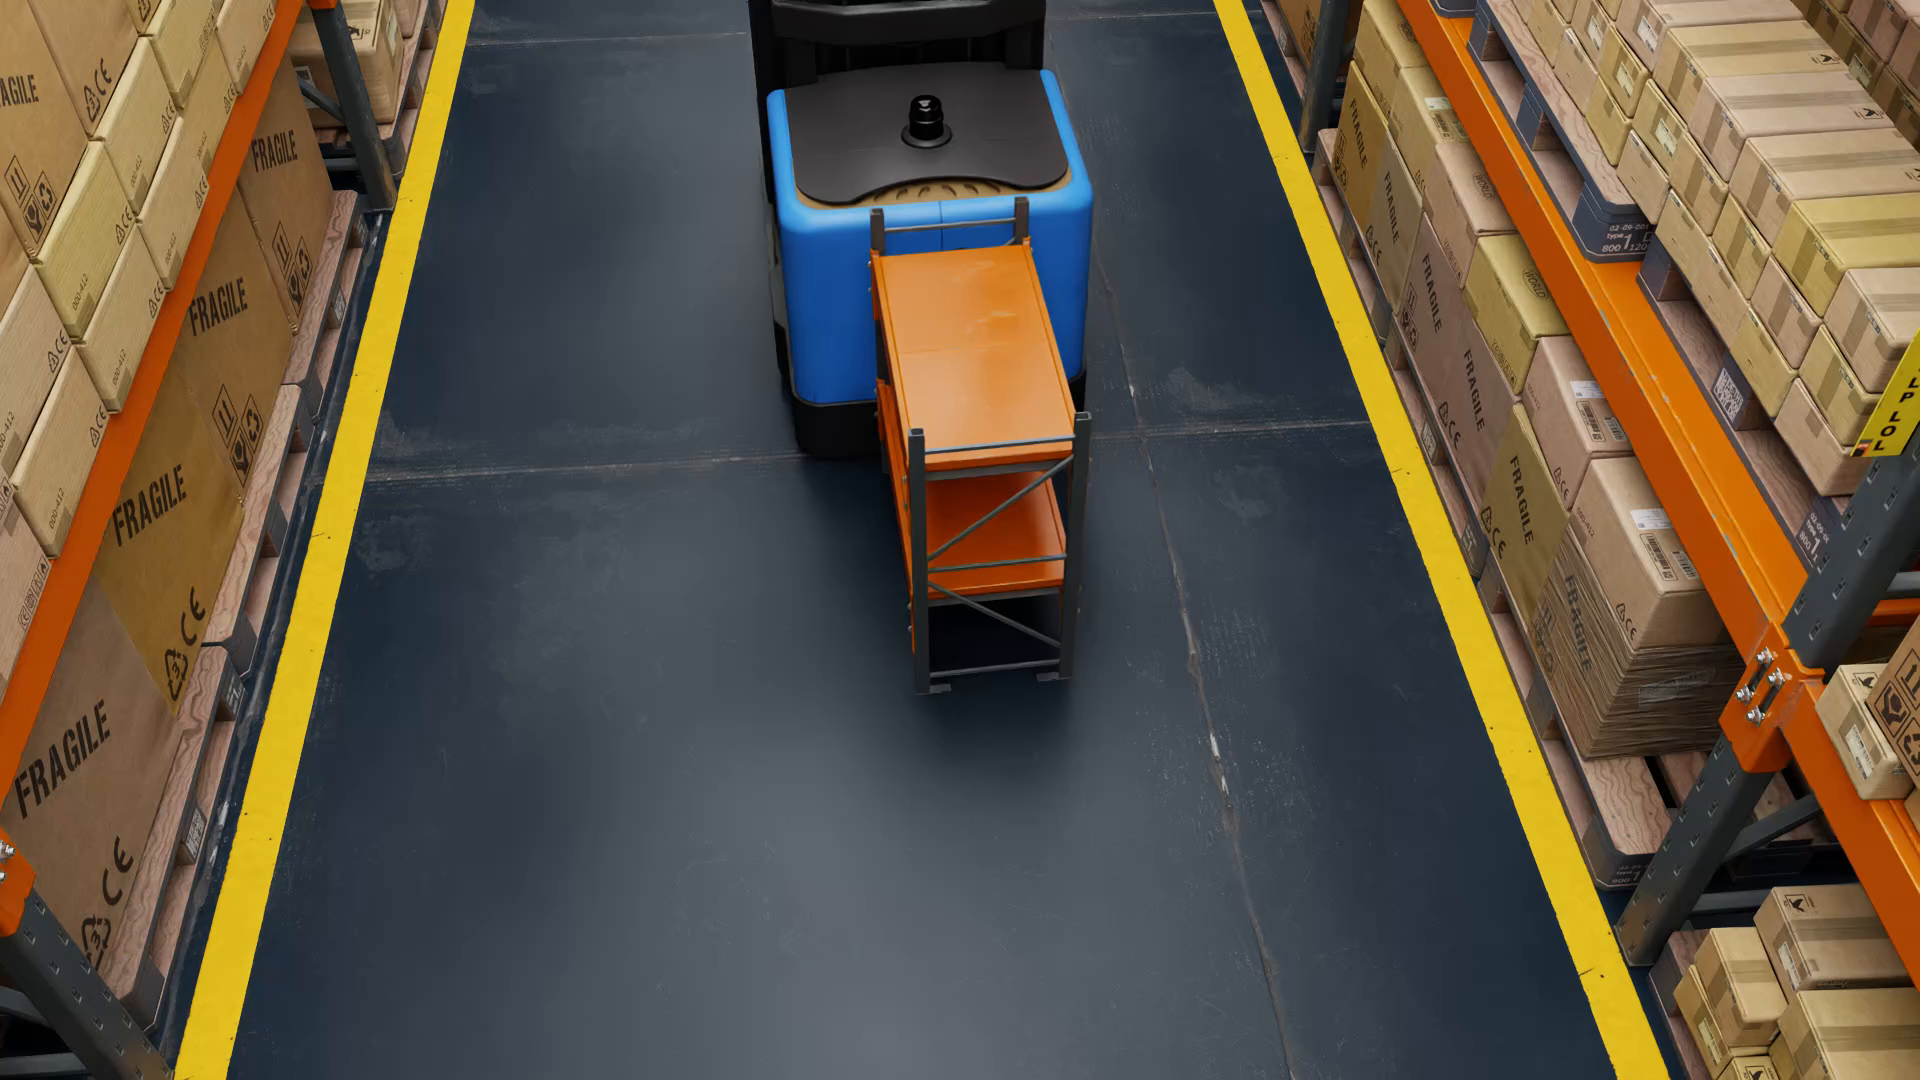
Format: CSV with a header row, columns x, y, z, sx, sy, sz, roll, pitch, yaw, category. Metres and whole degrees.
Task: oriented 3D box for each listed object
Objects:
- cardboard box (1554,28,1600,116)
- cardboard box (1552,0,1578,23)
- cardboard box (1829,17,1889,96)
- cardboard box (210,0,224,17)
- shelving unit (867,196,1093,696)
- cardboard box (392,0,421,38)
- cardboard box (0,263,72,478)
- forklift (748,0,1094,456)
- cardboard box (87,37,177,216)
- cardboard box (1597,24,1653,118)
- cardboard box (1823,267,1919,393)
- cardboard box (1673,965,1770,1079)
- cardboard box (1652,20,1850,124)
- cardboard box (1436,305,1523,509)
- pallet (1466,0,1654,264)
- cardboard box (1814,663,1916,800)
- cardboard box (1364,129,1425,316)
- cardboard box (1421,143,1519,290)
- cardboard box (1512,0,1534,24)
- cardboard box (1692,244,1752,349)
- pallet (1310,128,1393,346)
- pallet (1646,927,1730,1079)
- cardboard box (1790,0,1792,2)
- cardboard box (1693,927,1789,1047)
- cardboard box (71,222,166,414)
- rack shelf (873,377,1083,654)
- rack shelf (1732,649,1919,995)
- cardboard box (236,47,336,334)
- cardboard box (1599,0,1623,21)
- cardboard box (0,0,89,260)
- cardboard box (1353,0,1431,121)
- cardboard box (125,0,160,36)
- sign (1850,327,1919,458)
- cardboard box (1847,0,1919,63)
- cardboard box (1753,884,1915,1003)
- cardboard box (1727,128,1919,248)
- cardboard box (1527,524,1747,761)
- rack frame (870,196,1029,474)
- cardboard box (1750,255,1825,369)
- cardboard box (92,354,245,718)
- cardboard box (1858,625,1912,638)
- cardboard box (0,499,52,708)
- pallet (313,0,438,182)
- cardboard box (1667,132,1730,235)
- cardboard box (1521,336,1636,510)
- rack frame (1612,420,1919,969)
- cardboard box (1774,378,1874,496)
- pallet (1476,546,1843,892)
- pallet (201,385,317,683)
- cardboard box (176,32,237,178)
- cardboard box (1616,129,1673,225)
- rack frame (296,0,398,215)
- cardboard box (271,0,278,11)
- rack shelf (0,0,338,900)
x,y,z,sx,sy,sz,roll,pitch,yaw,category
1.985,-1.385,4.879,0.380,0.149,0.250,-5,47,-5,cardboard box
1.965,-1.677,4.951,0.380,0.149,0.250,-4,47,-4,cardboard box
2.661,-1.338,4.630,0.380,0.149,0.250,-4,47,-4,cardboard box
-2.569,-1.851,5.196,0.500,0.250,0.500,-5,47,-4,cardboard box
0.038,-0.293,5.253,0.538,1.125,1.048,-6,47,-5,shelving unit
-3.016,-2.620,7.686,0.950,0.372,0.625,-4,47,-4,cardboard box
-2.402,-0.373,3.797,0.500,0.250,0.500,-3,47,-3,cardboard box
-0.264,-2.389,5.994,1.130,2.935,3.031,-6,47,-5,forklift
-2.462,-1.106,4.490,0.500,0.250,0.500,-5,47,-4,cardboard box
2.006,-1.306,4.600,0.380,0.149,0.250,-3,47,-3,cardboard box
2.122,-0.457,3.591,0.380,0.149,0.250,-2,47,-1,cardboard box
2.061,1.203,4.219,0.380,0.149,0.250,-5,47,-5,cardboard box
2.040,-1.207,4.301,0.380,0.149,0.250,-5,47,-5,cardboard box
1.956,-0.464,5.555,0.500,0.500,0.500,-4,47,-4,cardboard box
2.222,-1.314,5.061,1.003,0.211,1.213,-3,47,-3,pallet
2.048,0.395,3.483,0.380,0.149,0.250,-2,47,-2,cardboard box
1.866,-1.204,6.257,0.500,0.500,0.500,-3,47,-3,cardboard box
1.903,-1.113,5.654,0.500,0.250,0.500,-3,47,-3,cardboard box
1.946,-1.755,5.230,0.380,0.149,0.250,-2,47,-2,cardboard box
2.078,-0.618,4.153,0.380,0.149,0.250,-4,47,-3,cardboard box
2.079,-1.286,6.822,1.003,0.211,1.213,-3,47,-3,pallet
2.442,1.527,4.159,1.003,0.211,1.213,-3,47,-3,pallet
2.621,-1.707,4.980,0.380,0.149,0.250,-2,47,-2,cardboard box
2.062,1.099,4.112,0.380,0.149,0.250,-2,47,-1,cardboard box
-2.420,-0.571,4.328,0.500,0.250,0.500,-4,47,-4,cardboard box
0.038,-0.125,5.430,0.538,0.278,1.000,-6,47,-5,rack shelf
2.518,1.778,2.495,1.077,0.370,4.000,-3,47,-3,rack shelf
-2.934,-1.345,6.132,0.875,0.875,0.875,-4,47,-4,cardboard box
1.990,-1.595,4.669,0.380,0.149,0.250,-4,47,-4,cardboard box
-2.434,-0.985,3.860,0.500,0.500,0.500,-5,47,-4,cardboard box
1.832,-1.839,6.342,0.500,0.250,0.500,-5,47,-5,cardboard box
-2.519,-1.726,4.561,0.500,0.500,0.500,-3,47,-3,cardboard box
1.797,-0.278,3.150,0.100,0.325,0.005,-3,47,-3,sign
2.666,-1.427,4.509,0.380,0.149,0.250,-2,47,-2,cardboard box
2.173,0.977,4.023,0.380,0.149,0.250,-2,47,-2,cardboard box
2.079,-0.839,3.952,0.380,0.149,0.250,-5,47,-5,cardboard box
2.037,0.279,4.852,0.500,0.500,0.500,-4,47,-4,cardboard box
-0.032,-0.659,5.599,0.500,1.125,0.032,-6,47,-5,rack frame
2.097,-0.543,3.877,0.380,0.149,0.250,-3,47,-3,cardboard box
-2.789,-0.053,4.908,0.875,0.875,0.875,-2,47,-2,cardboard box
2.552,-0.009,4.609,0.500,0.250,0.500,-5,47,-5,cardboard box
-2.348,0.175,3.621,0.500,0.250,0.500,-4,47,-4,cardboard box
-2.973,-2.043,7.539,1.003,0.211,1.213,-3,47,-3,pallet
2.052,-0.920,4.234,0.380,0.149,0.250,-5,47,-5,cardboard box
2.006,-0.355,4.936,0.500,0.250,0.500,-1,47,-1,cardboard box
2.350,0.084,3.604,1.000,3.000,0.127,-3,47,-3,rack frame
2.120,-0.249,3.804,0.380,0.149,0.250,-4,47,-4,cardboard box
2.284,0.480,5.150,1.003,0.211,1.213,-3,47,-3,pallet
-2.819,-0.022,5.625,1.003,0.211,1.213,-3,47,-3,pallet
-2.523,-1.300,5.019,0.500,0.250,0.500,-4,47,-4,cardboard box
2.029,-1.000,4.515,0.380,0.149,0.250,-5,47,-5,cardboard box
-2.909,-2.436,5.991,1.000,3.000,0.127,-3,47,-3,rack frame
-2.608,-2.034,5.714,0.500,0.250,0.500,-5,47,-5,cardboard box
-2.741,-0.742,4.882,1.077,0.370,4.000,-3,47,-3,rack shelf
